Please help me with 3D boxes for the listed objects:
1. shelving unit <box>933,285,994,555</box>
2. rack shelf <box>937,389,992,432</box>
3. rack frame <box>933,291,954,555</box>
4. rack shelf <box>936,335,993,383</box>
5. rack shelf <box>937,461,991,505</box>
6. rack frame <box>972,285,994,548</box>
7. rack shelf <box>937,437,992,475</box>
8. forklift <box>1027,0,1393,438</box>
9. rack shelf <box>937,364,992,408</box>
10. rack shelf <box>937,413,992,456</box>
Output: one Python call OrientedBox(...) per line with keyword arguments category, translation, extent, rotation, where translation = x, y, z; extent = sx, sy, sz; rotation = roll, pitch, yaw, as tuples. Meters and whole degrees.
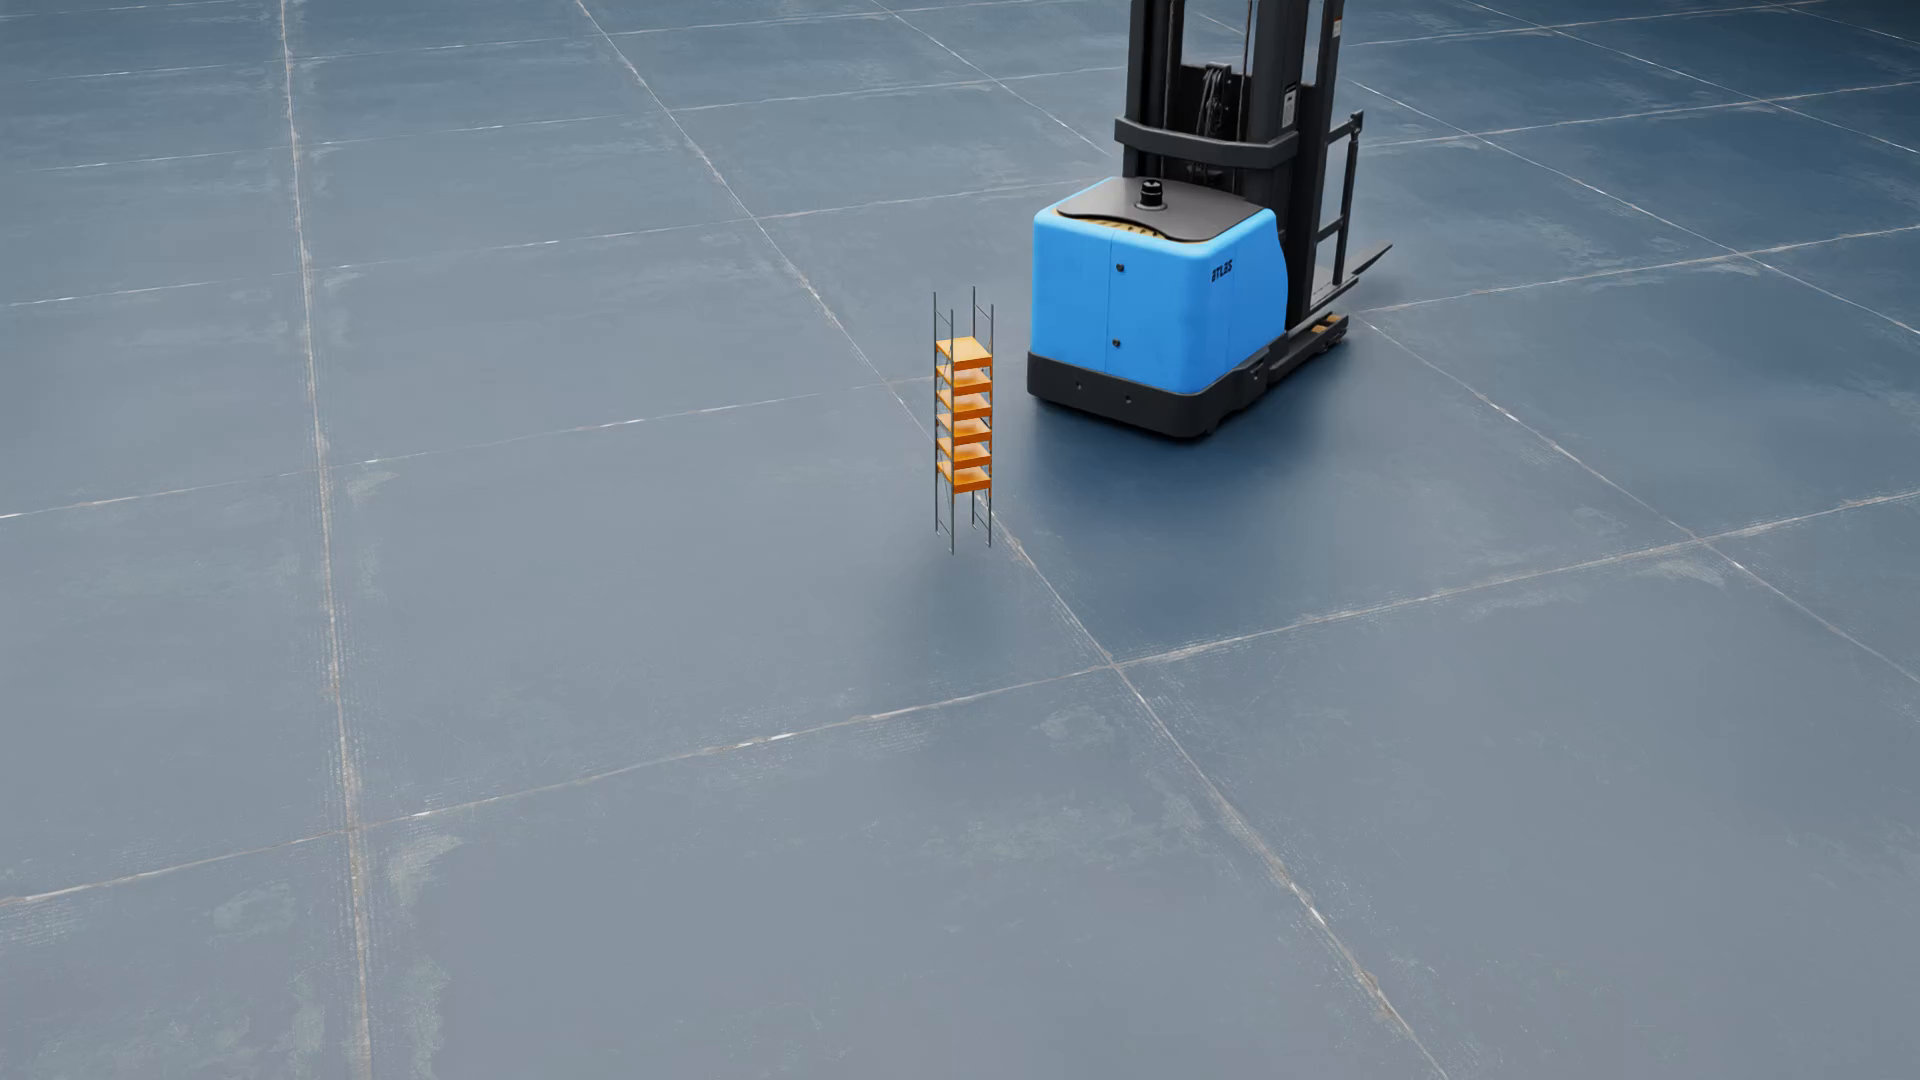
OrientedBox(category="shelving unit", translation=(0.014, -0.524, 7.457), extent=(0.189, 1.200, 0.258), rotation=(-10, 31, -18))
OrientedBox(category="rack shelf", translation=(0.014, -0.589, 7.420), extent=(0.180, 0.103, 0.258), rotation=(-10, 31, -18))
OrientedBox(category="rack frame", translation=(-0.072, -0.508, 7.430), extent=(0.006, 1.200, 0.240), rotation=(-10, 31, -18))
OrientedBox(category="rack shelf", translation=(0.014, -0.798, 7.301), extent=(0.180, 0.103, 0.258), rotation=(-10, 31, -18))
OrientedBox(category="rack shelf", translation=(0.014, -0.277, 7.598), extent=(0.180, 0.103, 0.258), rotation=(-10, 31, -18))
OrientedBox(category="rack frame", translation=(0.099, -0.540, 7.485), extent=(0.006, 1.200, 0.240), rotation=(-10, 31, -18))
OrientedBox(category="rack shelf", translation=(0.014, -0.381, 7.539), extent=(0.180, 0.103, 0.258), rotation=(-10, 31, -18))
OrientedBox(category="forklift", translation=(1.626, -2.476, 9.134), extent=(1.130, 2.935, 3.031), rotation=(19, 35, 30))
OrientedBox(category="rack shelf", translation=(0.014, -0.694, 7.361), extent=(0.180, 0.103, 0.258), rotation=(-10, 31, -18))
OrientedBox(category="rack shelf", translation=(0.014, -0.485, 7.479), extent=(0.180, 0.103, 0.258), rotation=(-10, 31, -18))
